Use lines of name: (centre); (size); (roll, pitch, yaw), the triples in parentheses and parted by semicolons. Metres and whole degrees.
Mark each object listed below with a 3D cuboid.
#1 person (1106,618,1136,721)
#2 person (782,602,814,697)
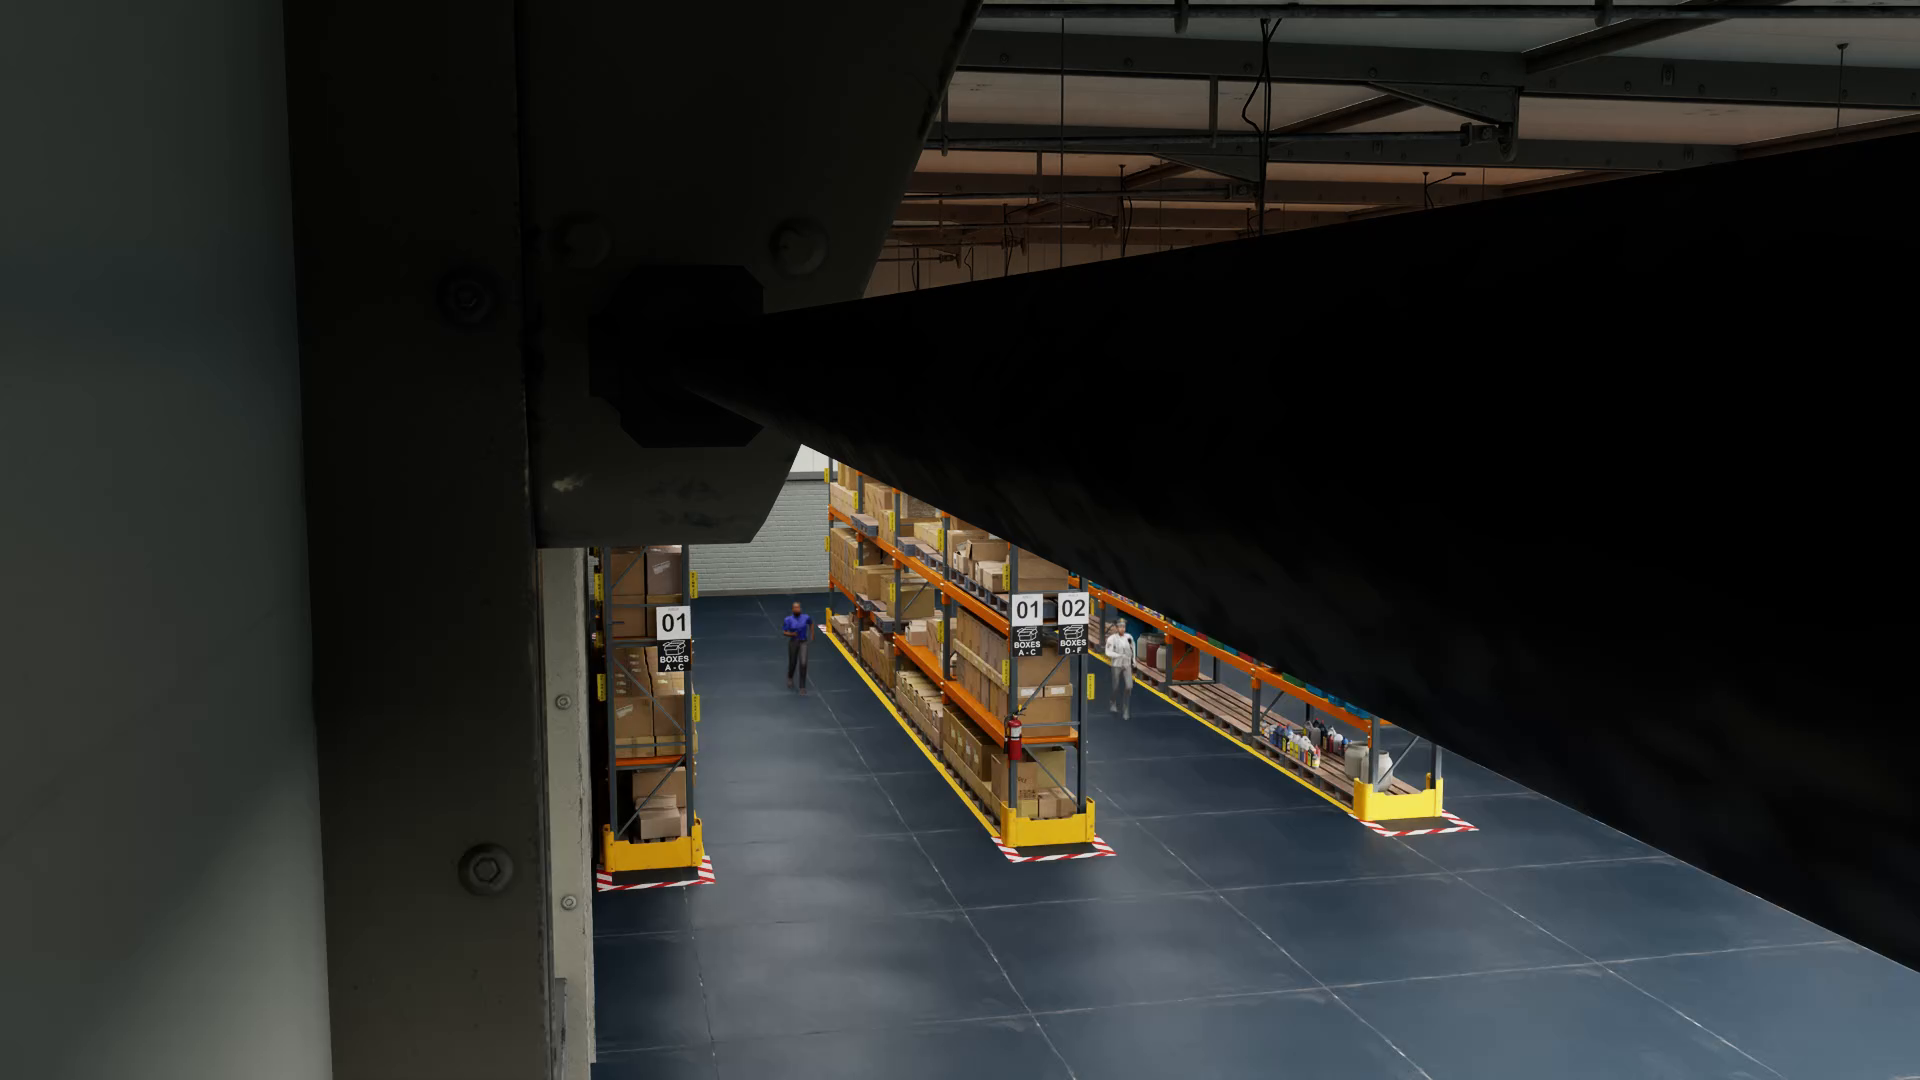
person: (2.723, 2.168, 28.079); (0.588, 1.740, 0.810); (-1, 7, -8)
person: (-2.932, 1.942, 30.145); (0.579, 1.698, 0.897); (-1, 7, -7)
